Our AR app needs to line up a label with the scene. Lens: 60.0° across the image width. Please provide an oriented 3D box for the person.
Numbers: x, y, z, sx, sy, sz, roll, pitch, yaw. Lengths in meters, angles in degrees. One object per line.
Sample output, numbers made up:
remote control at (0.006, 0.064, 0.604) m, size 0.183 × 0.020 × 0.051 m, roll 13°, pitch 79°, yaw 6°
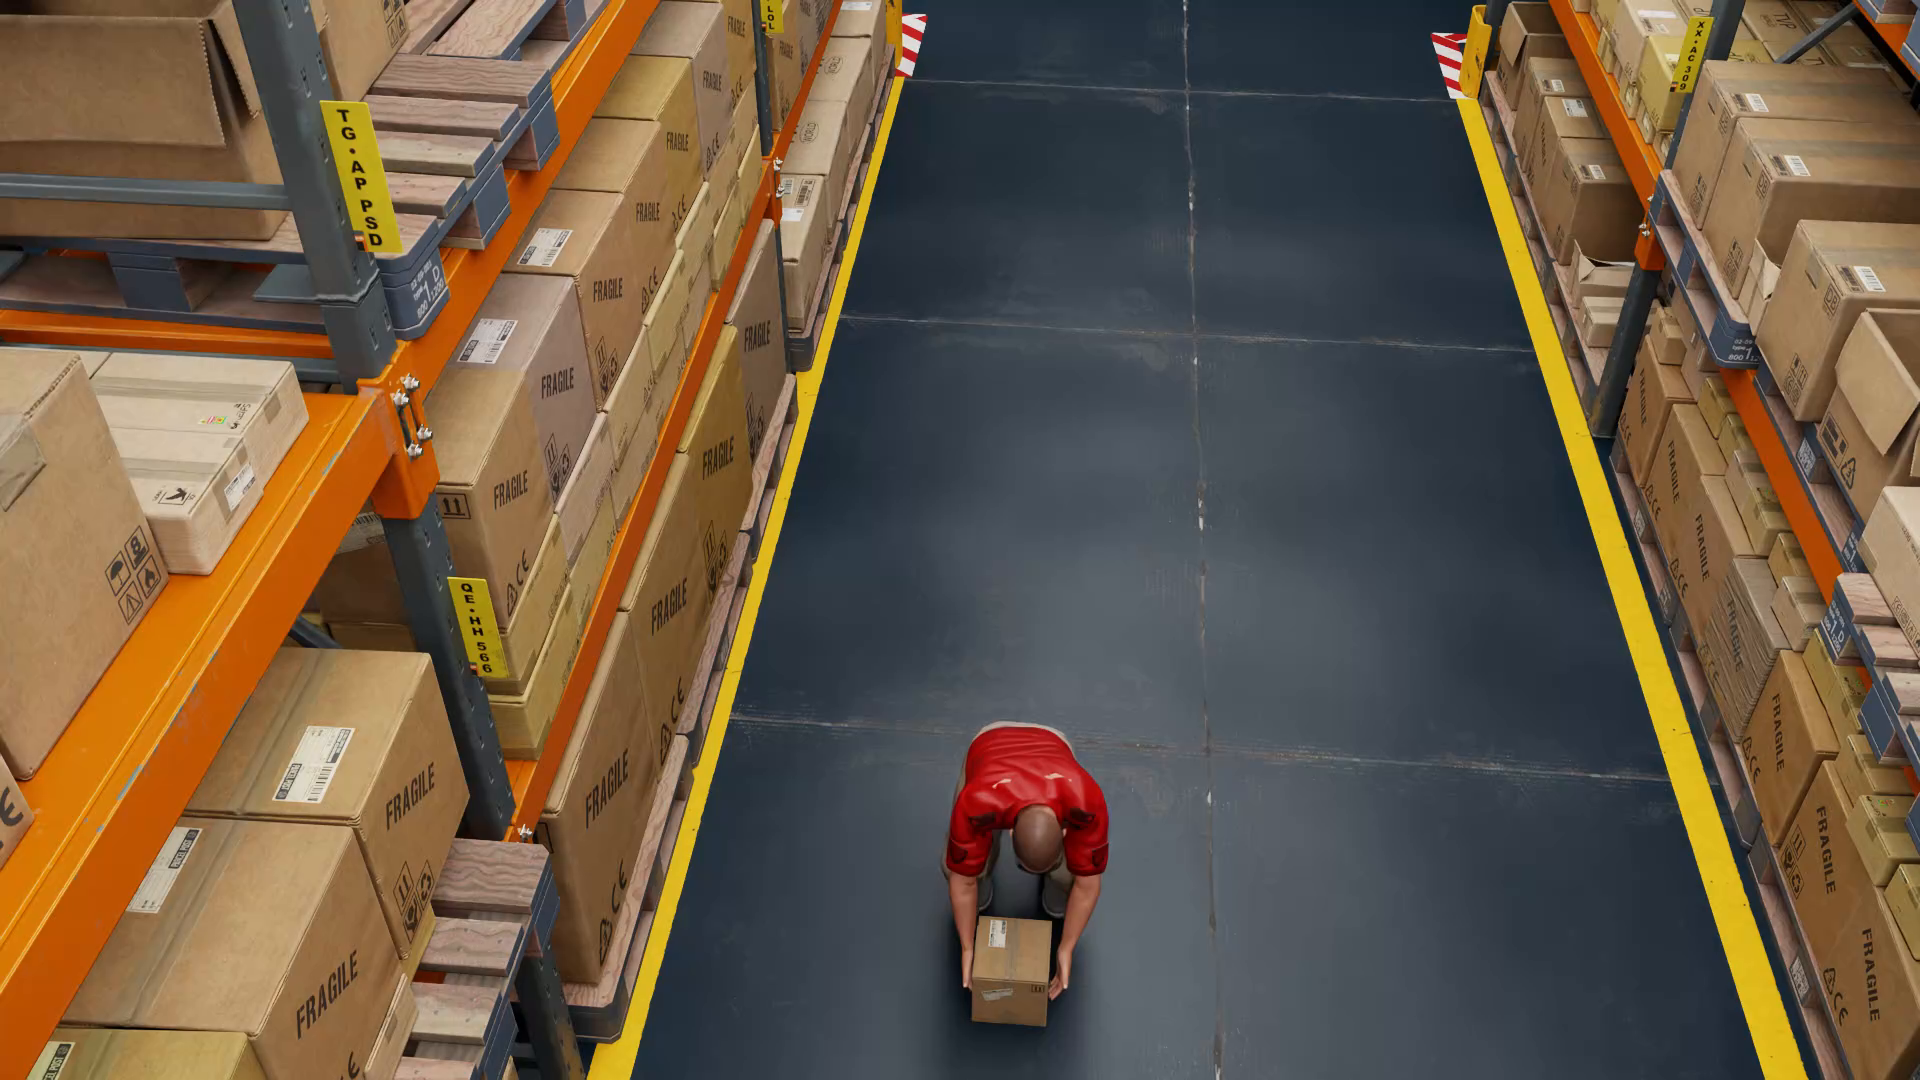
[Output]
person at (0.218, 0.998, 5.635) m, size 0.564 × 0.888 × 0.839 m, roll 3°, pitch 40°, yaw 4°
